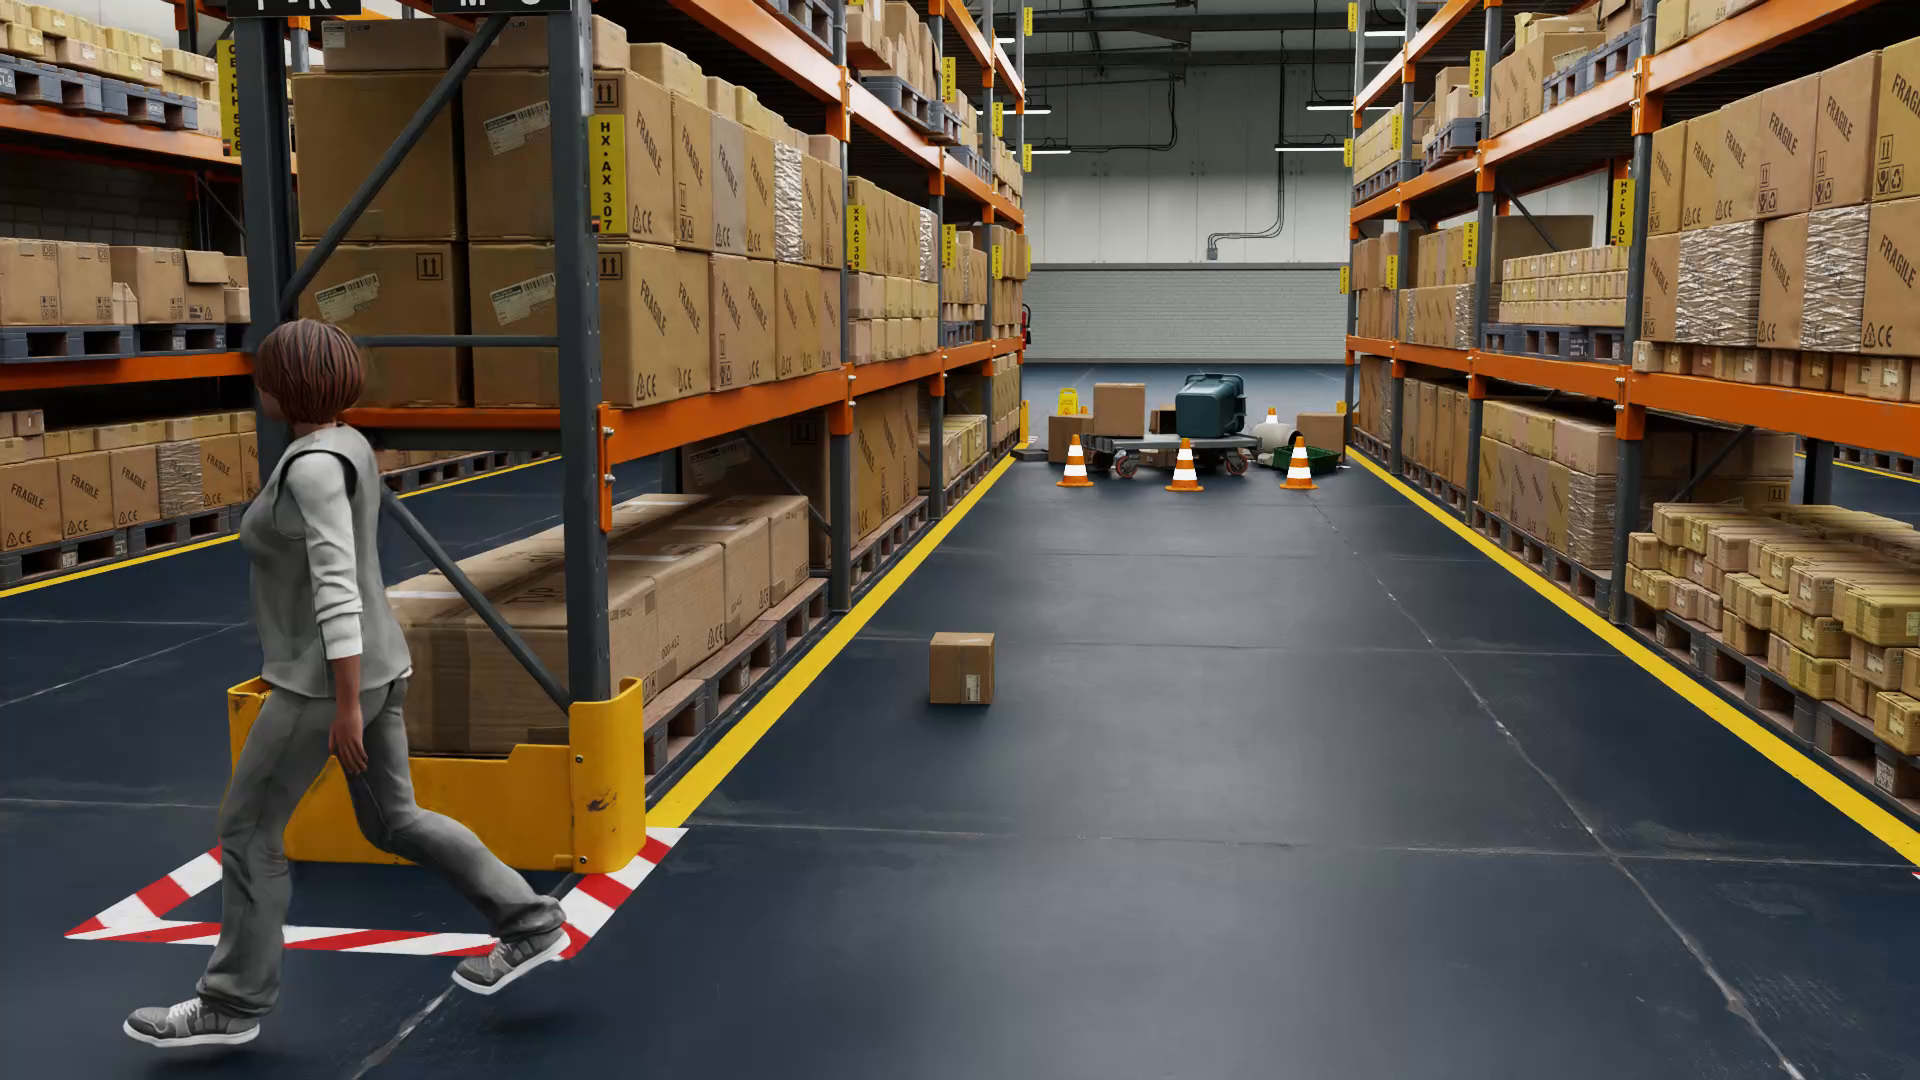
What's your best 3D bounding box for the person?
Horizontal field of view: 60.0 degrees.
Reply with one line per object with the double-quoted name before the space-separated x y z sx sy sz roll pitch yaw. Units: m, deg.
"person" -1.340 0.307 3.612 0.920 1.536 0.450 -1 8 -7
